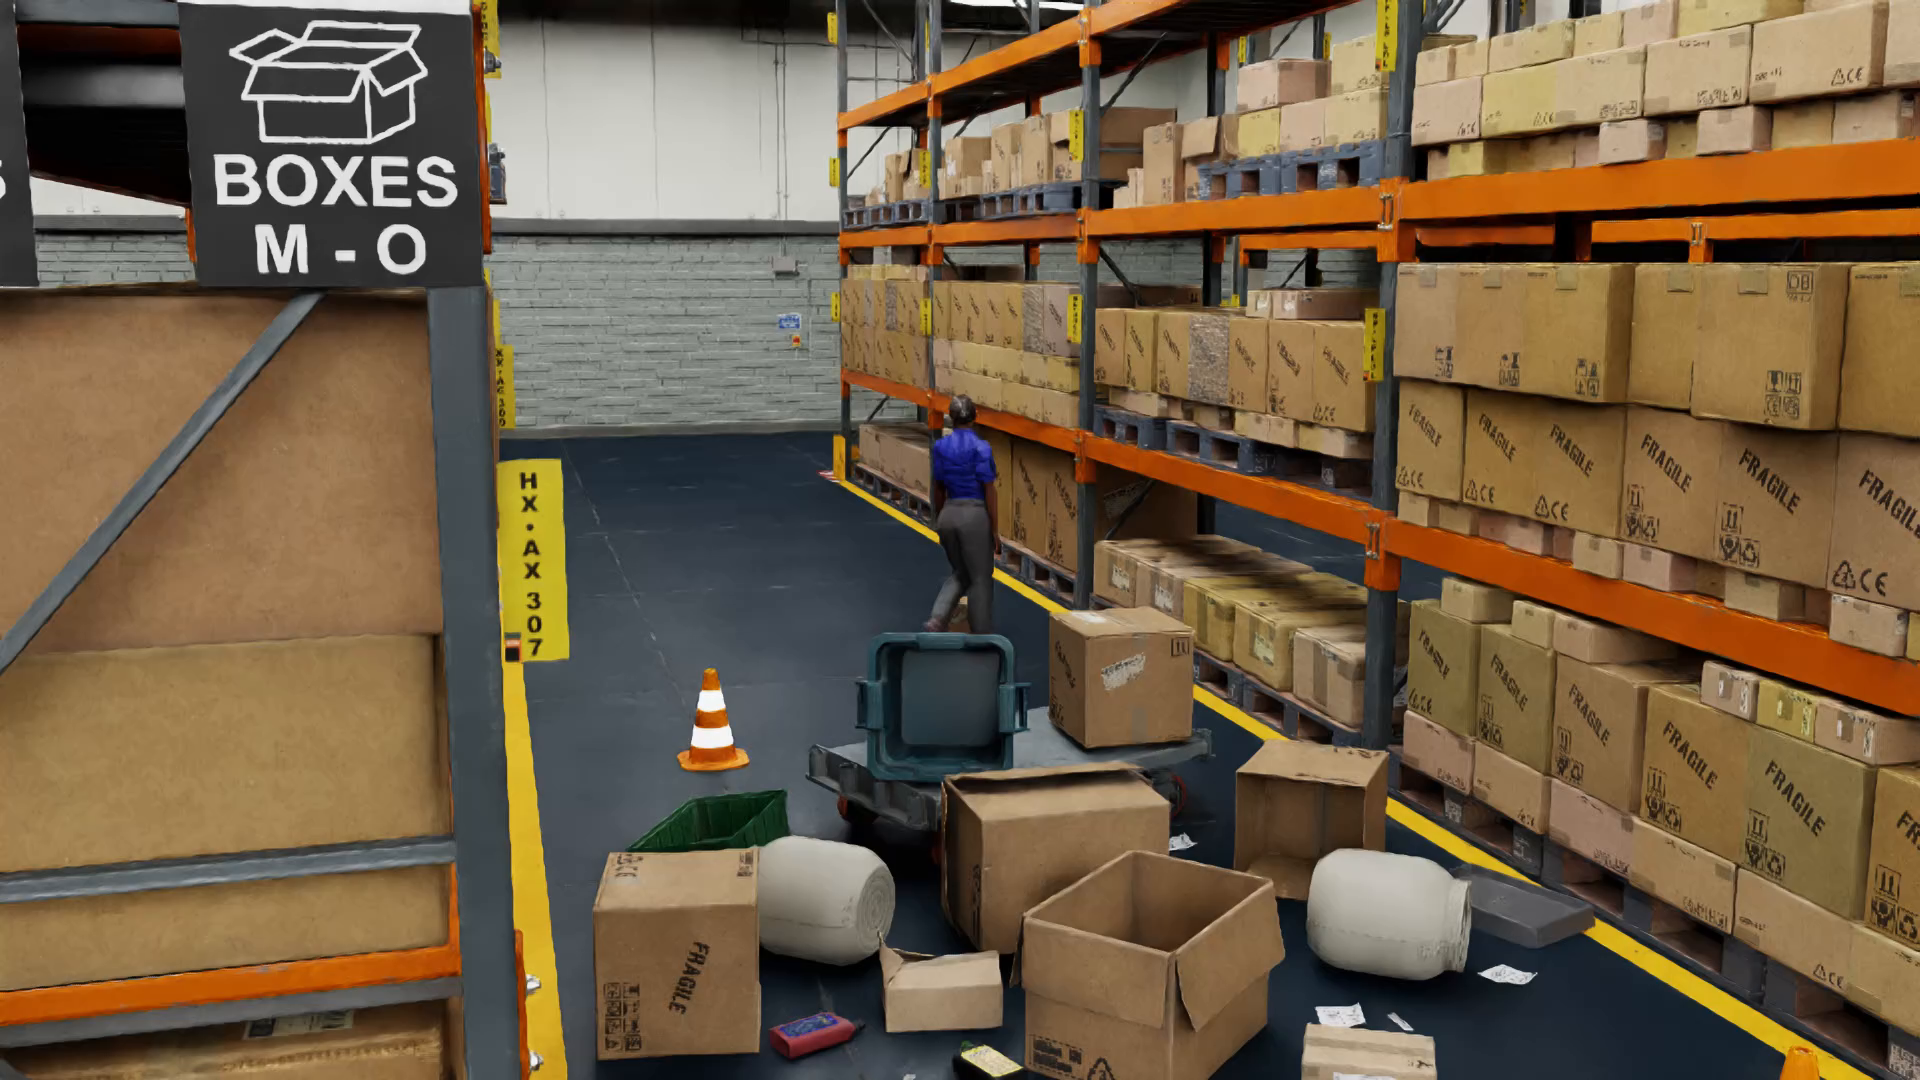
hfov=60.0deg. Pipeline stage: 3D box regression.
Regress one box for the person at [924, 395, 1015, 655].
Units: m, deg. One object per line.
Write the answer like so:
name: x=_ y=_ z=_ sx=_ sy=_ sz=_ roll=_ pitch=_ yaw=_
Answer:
person: x=0.020 y=-0.070 z=10.275 sx=0.561 sy=1.639 sz=0.477 roll=8 pitch=12 yaw=40
